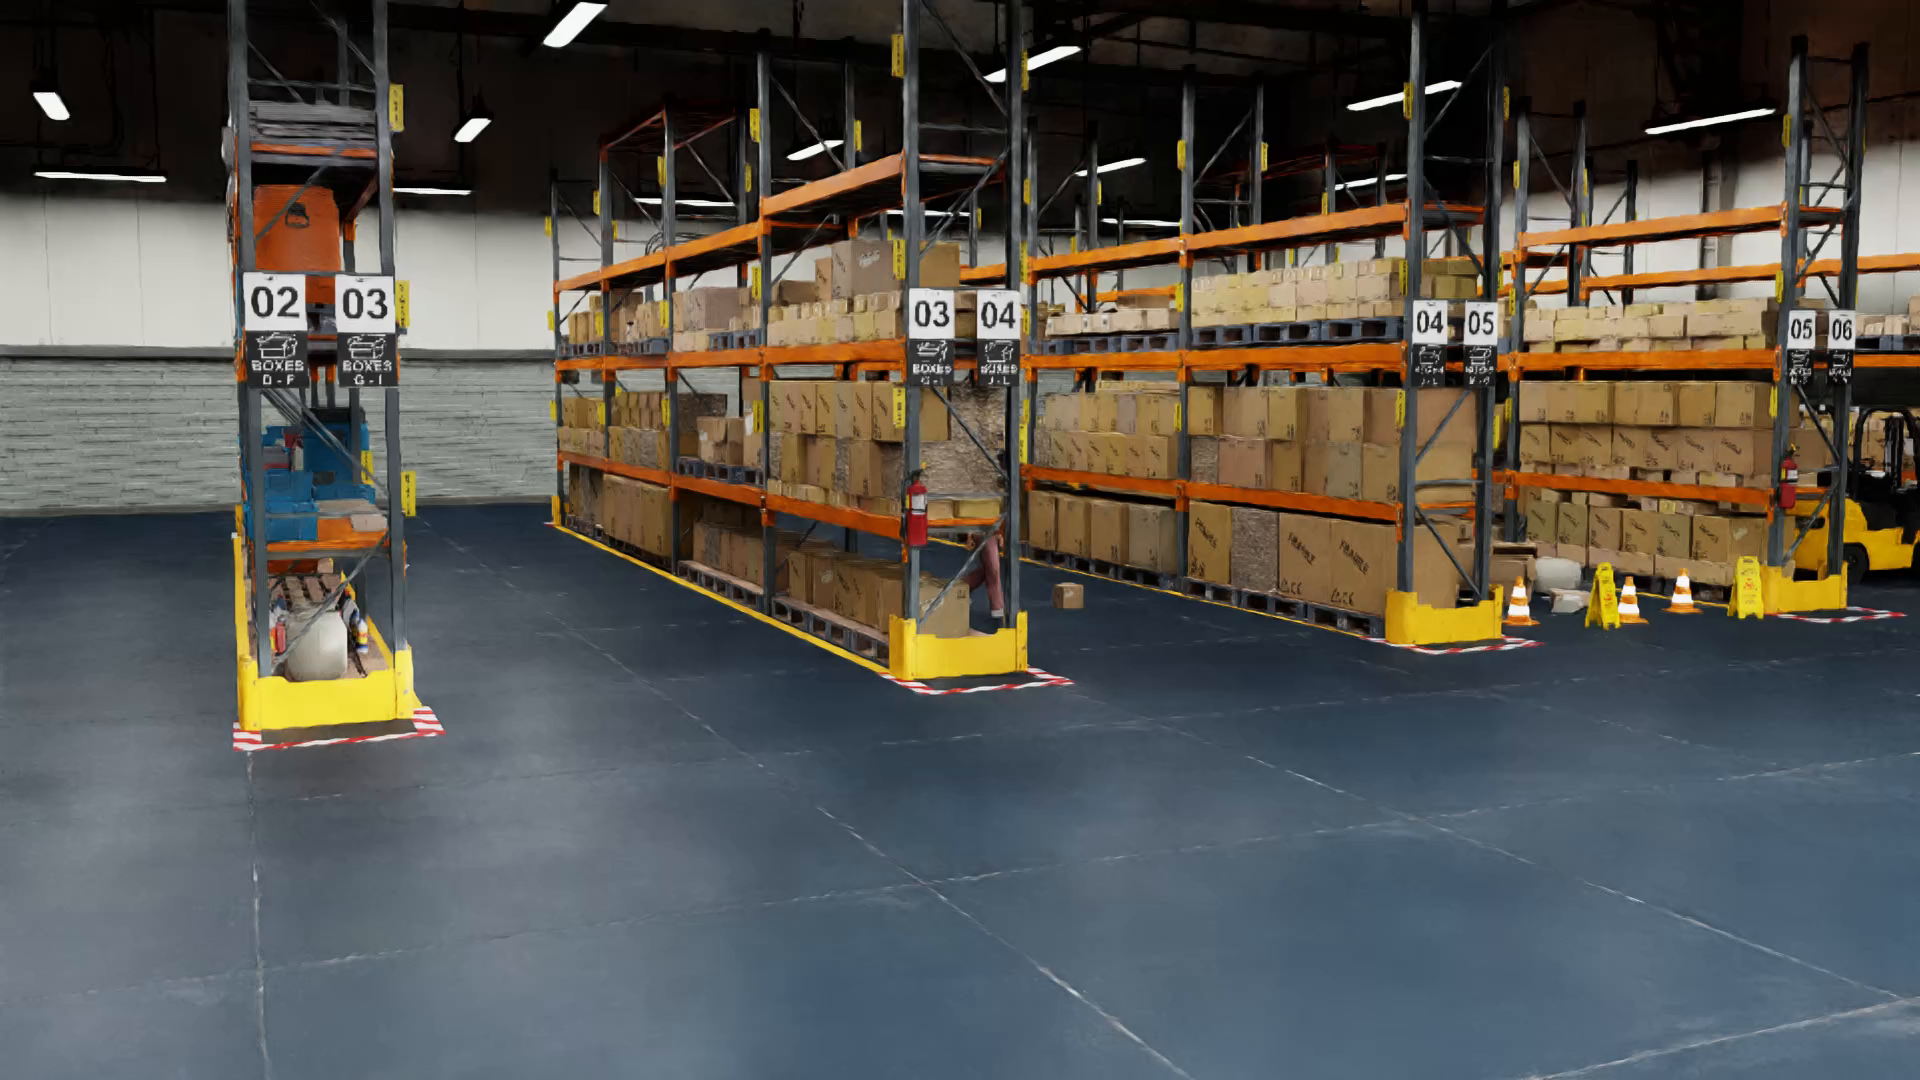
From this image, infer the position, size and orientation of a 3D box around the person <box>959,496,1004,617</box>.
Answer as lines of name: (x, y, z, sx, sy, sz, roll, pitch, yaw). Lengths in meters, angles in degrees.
person: (0.246, -0.031, 17.425, 0.895, 1.620, 0.528, 2, 6, 19)
